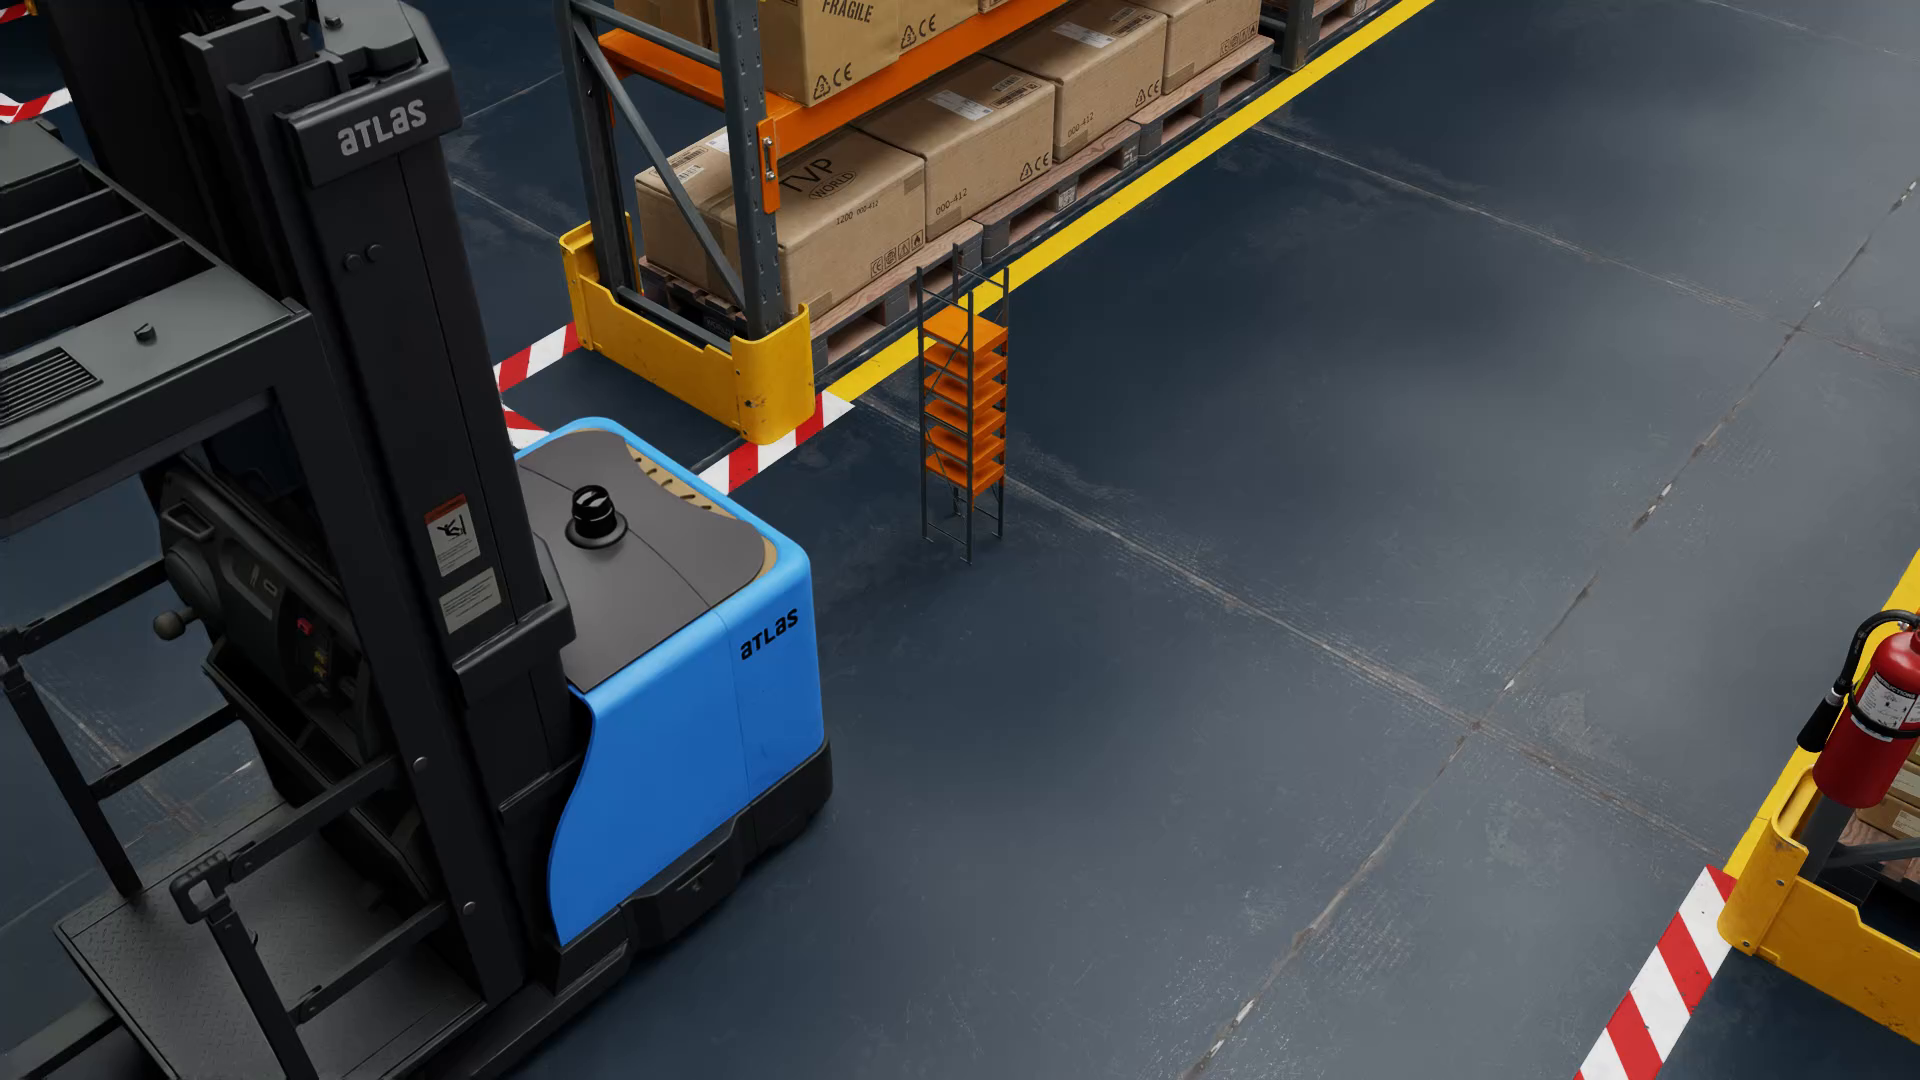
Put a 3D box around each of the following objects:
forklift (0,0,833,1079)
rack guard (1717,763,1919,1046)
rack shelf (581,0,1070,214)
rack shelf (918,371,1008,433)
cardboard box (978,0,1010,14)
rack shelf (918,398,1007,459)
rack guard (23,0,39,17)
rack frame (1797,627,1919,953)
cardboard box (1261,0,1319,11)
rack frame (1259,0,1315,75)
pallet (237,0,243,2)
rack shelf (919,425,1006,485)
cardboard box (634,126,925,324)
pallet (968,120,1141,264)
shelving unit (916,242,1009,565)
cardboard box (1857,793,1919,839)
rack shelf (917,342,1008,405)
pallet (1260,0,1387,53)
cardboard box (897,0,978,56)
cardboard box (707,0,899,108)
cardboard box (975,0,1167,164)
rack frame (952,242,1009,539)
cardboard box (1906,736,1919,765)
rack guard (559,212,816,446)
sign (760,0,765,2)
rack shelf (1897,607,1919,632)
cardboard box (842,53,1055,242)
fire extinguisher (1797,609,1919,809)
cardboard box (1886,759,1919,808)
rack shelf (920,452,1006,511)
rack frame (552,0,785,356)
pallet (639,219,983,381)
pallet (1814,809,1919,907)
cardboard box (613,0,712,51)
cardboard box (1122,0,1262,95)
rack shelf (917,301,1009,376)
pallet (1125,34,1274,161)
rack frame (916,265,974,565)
[{"bbox_3d":[-1.775,0.252,3.794,1.130,2.935,3.031,32,51,30],"label":"forklift"},{"bbox_3d":[2.795,1.153,4.610,1.175,0.500,0.348,29,50,28],"label":"rack guard"},{"bbox_3d":[0.179,-2.588,7.401,1.077,0.370,4.000,29,50,28],"label":"rack shelf"},{"bbox_3d":[0.009,-0.507,5.804,0.258,0.103,0.180,29,50,28],"label":"rack shelf"},{"bbox_3d":[0.066,-2.510,6.707,0.500,0.500,0.500,29,50,28],"label":"cardboard box"},{"bbox_3d":[0.009,-0.419,5.884,0.258,0.103,0.180,29,50,28],"label":"rack shelf"},{"bbox_3d":[-4.861,-3.085,9.272,1.175,0.500,0.348,29,50,28],"label":"rack guard"},{"bbox_3d":[2.746,0.267,3.727,1.000,3.000,0.127,29,50,28],"label":"rack frame"},{"bbox_3d":[1.804,-3.607,9.254,0.875,0.875,0.875,31,51,30],"label":"cardboard box"},{"bbox_3d":[1.466,-3.884,8.291,1.000,3.000,0.127,29,50,28],"label":"rack frame"},{"bbox_3d":[-4.348,-3.389,9.821,1.003,0.211,1.213,29,50,28],"label":"pallet"},{"bbox_3d":[0.009,-0.330,5.965,0.258,0.103,0.180,29,50,28],"label":"rack shelf"},{"bbox_3d":[-0.760,-1.415,7.168,0.875,0.438,0.875,28,49,27],"label":"cardboard box"},{"bbox_3d":[0.132,-1.863,8.142,1.003,0.211,1.213,29,50,28],"label":"pallet"},{"bbox_3d":[0.009,-0.451,5.855,0.258,1.200,0.189,29,50,28],"label":"shelving unit"},{"bbox_3d":[2.925,0.805,4.942,0.380,0.149,0.250,30,50,29],"label":"cardboard box"},{"bbox_3d":[0.009,-0.596,5.723,0.258,0.103,0.180,29,50,28],"label":"rack shelf"},{"bbox_3d":[1.905,-3.282,9.702,1.003,0.211,1.213,29,50,28],"label":"pallet"},{"bbox_3d":[-0.275,-2.256,6.428,0.500,0.500,0.500,29,50,28],"label":"cardboard box"},{"bbox_3d":[-0.579,-1.984,6.128,0.500,0.500,0.500,29,50,28],"label":"cardboard box"},{"bbox_3d":[0.404,-2.353,8.200,0.875,0.438,0.875,28,49,27],"label":"cardboard box"},{"bbox_3d":[0.068,-0.498,5.906,0.240,1.200,0.006,29,50,28],"label":"rack frame"},{"bbox_3d":[2.892,0.564,4.765,0.380,0.149,0.250,30,50,29],"label":"cardboard box"},{"bbox_3d":[-1.123,-0.887,6.854,1.175,0.500,0.348,29,50,28],"label":"rack guard"},{"bbox_3d":[-0.687,-1.930,5.441,0.100,0.325,0.005,29,50,28],"label":"sign"},{"bbox_3d":[4.033,-0.497,5.101,1.077,0.370,4.000,29,50,28],"label":"rack shelf"},{"bbox_3d":[-0.177,-1.889,7.691,0.875,0.438,0.875,31,51,29],"label":"cardboard box"},{"bbox_3d":[2.230,0.364,3.955,0.296,0.674,0.183,29,50,28],"label":"fire extinguisher"},{"bbox_3d":[2.867,0.661,4.879,0.380,0.149,0.250,28,49,27],"label":"cardboard box"},{"bbox_3d":[0.009,-0.241,6.046,0.258,0.103,0.180,29,50,28],"label":"rack shelf"},{"bbox_3d":[-1.108,-1.824,6.026,1.000,3.000,0.127,29,50,28],"label":"rack frame"},{"bbox_3d":[-0.653,-1.238,7.455,1.003,0.211,1.213,29,50,28],"label":"pallet"},{"bbox_3d":[3.345,0.857,5.151,1.003,0.211,1.213,29,50,28],"label":"pallet"},{"bbox_3d":[-1.000,-2.224,6.392,0.500,0.500,0.500,30,50,29],"label":"cardboard box"},{"bbox_3d":[0.980,-2.814,8.708,0.875,0.438,0.875,29,50,28],"label":"cardboard box"},{"bbox_3d":[0.009,-0.685,5.642,0.258,0.103,0.180,29,50,28],"label":"rack shelf"},{"bbox_3d":[0.917,-2.494,8.836,1.003,0.211,1.213,29,50,28],"label":"pallet"},{"bbox_3d":[-0.050,-0.404,5.803,0.240,1.200,0.006,29,50,28],"label":"rack frame"}]
